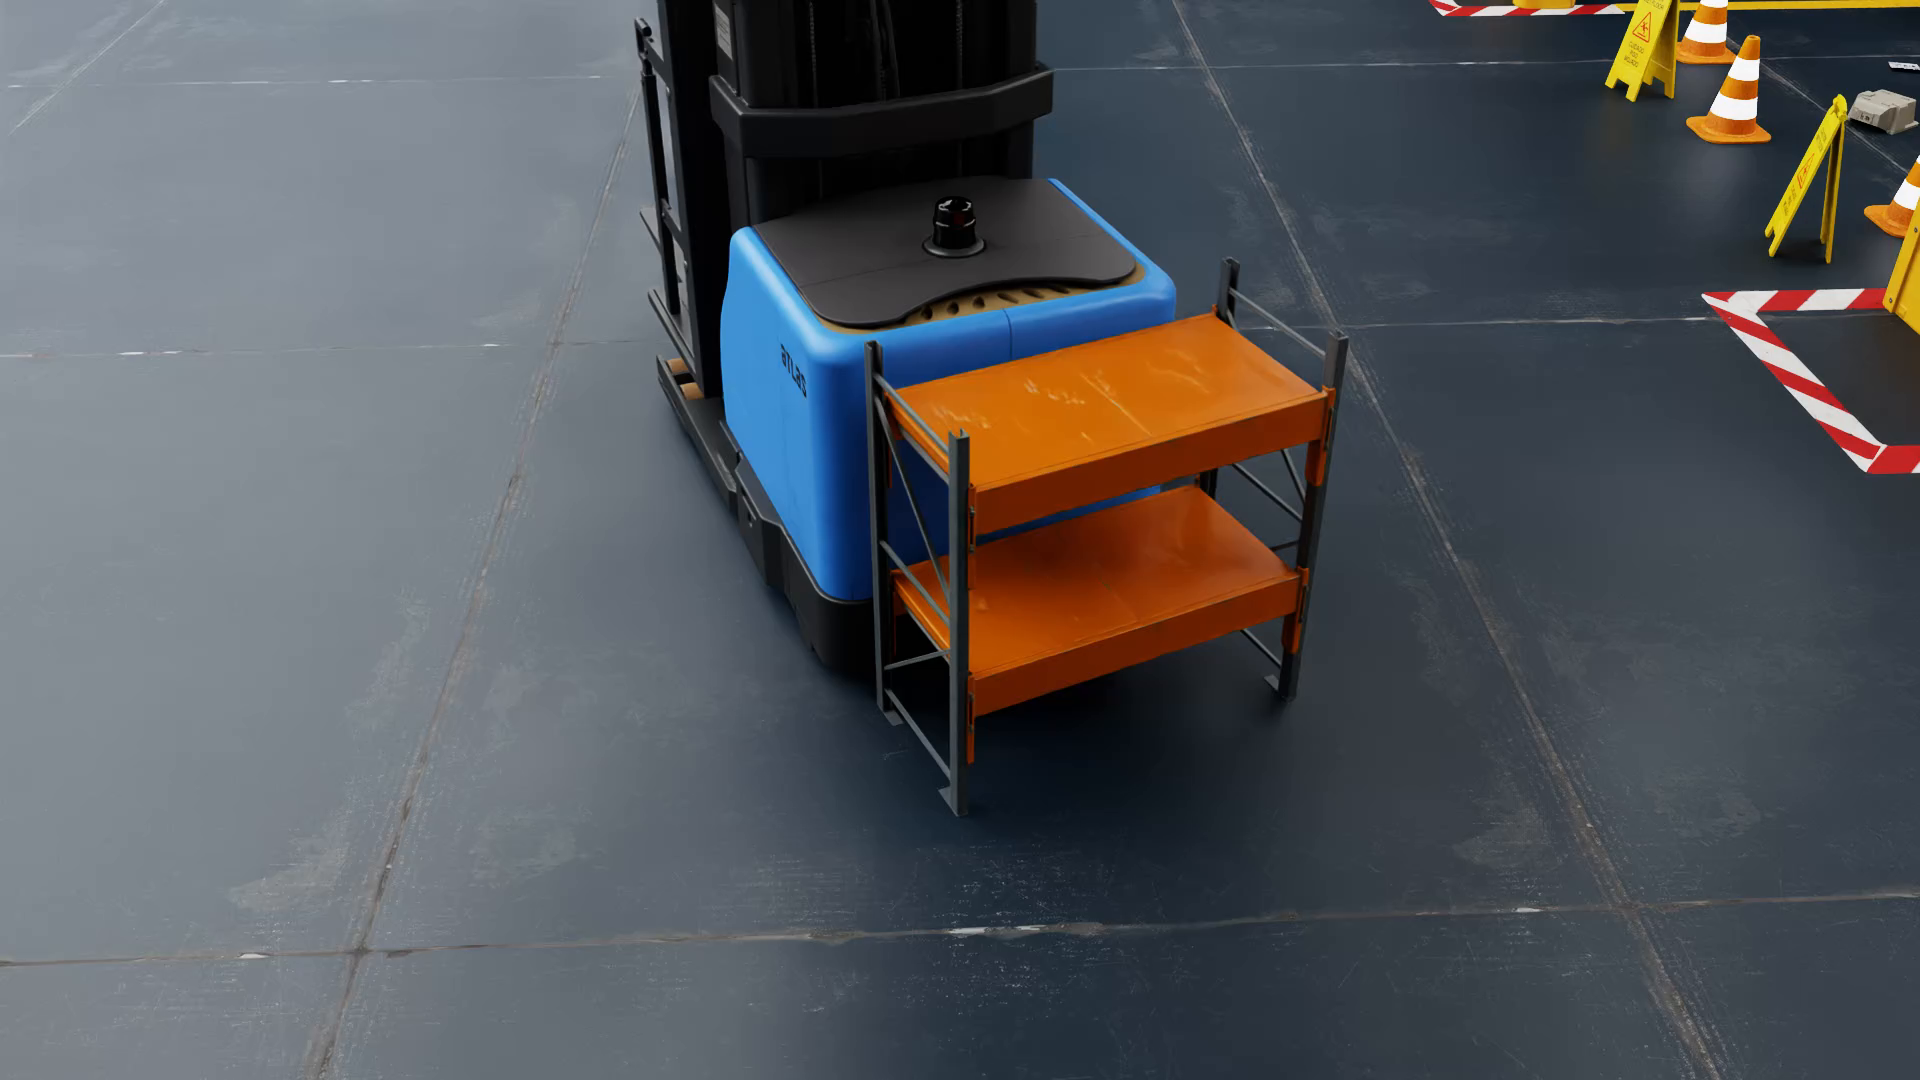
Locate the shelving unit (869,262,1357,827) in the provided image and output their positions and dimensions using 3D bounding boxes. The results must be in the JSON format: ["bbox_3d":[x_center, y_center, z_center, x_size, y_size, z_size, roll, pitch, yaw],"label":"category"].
[{"bbox_3d":[0.363,0.002,4.258,1.048,1.125,0.538,-16,38,-22],"label":"shelving unit"}]

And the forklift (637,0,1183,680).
[{"bbox_3d":[-0.421,-1.653,5.063,1.130,2.935,3.031,-13,37,-18],"label":"forklift"}]

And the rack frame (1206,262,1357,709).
[{"bbox_3d":[0.818,-0.127,4.445,0.032,1.125,0.500,-16,38,-22],"label":"rack frame"}]

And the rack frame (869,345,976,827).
[{"bbox_3d":[-0.091,0.132,4.071,0.032,1.125,0.500,-16,38,-22],"label":"rack frame"}]

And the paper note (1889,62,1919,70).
[{"bbox_3d":[5.052,-2.533,8.885,0.142,0.017,0.144,10,36,14],"label":"paper note"}]

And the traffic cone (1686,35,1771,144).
[{"bbox_3d":[3.759,-2.191,8.010,0.334,0.463,0.336,-2,35,-2],"label":"traffic cone"}]

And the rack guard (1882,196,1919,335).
[{"bbox_3d":[3.859,-0.842,6.028,0.348,0.500,1.175,-2,35,-2],"label":"rack guard"}]

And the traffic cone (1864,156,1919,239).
[{"bbox_3d":[4.151,-1.570,7.111,0.334,0.463,0.336,-2,35,-2],"label":"traffic cone"}]

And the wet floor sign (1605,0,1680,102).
[{"bbox_3d":[3.512,-2.585,8.418,0.232,0.644,0.267,-7,35,-10],"label":"wet floor sign"}]

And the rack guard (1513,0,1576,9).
[{"bbox_3d":[3.423,-3.650,10.085,0.348,0.500,1.175,-2,35,-2],"label":"rack guard"}]

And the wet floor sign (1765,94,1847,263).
[{"bbox_3d":[3.542,-1.503,6.855,0.232,0.644,0.267,10,36,14],"label":"wet floor sign"}]

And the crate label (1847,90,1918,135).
[{"bbox_3d":[4.541,-2.114,8.184,0.298,0.136,0.250,-20,39,-26],"label":"crate label"}]

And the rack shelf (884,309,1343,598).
[{"bbox_3d":[0.363,-0.238,4.091,1.000,0.278,0.538,-16,38,-22],"label":"rack shelf"}]

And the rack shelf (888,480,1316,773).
[{"bbox_3d":[0.363,0.203,4.397,1.000,0.278,0.538,-16,38,-22],"label":"rack shelf"}]

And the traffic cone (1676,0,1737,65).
[{"bbox_3d":[4.045,-2.843,8.951,0.334,0.463,0.336,-2,35,-2],"label":"traffic cone"}]
